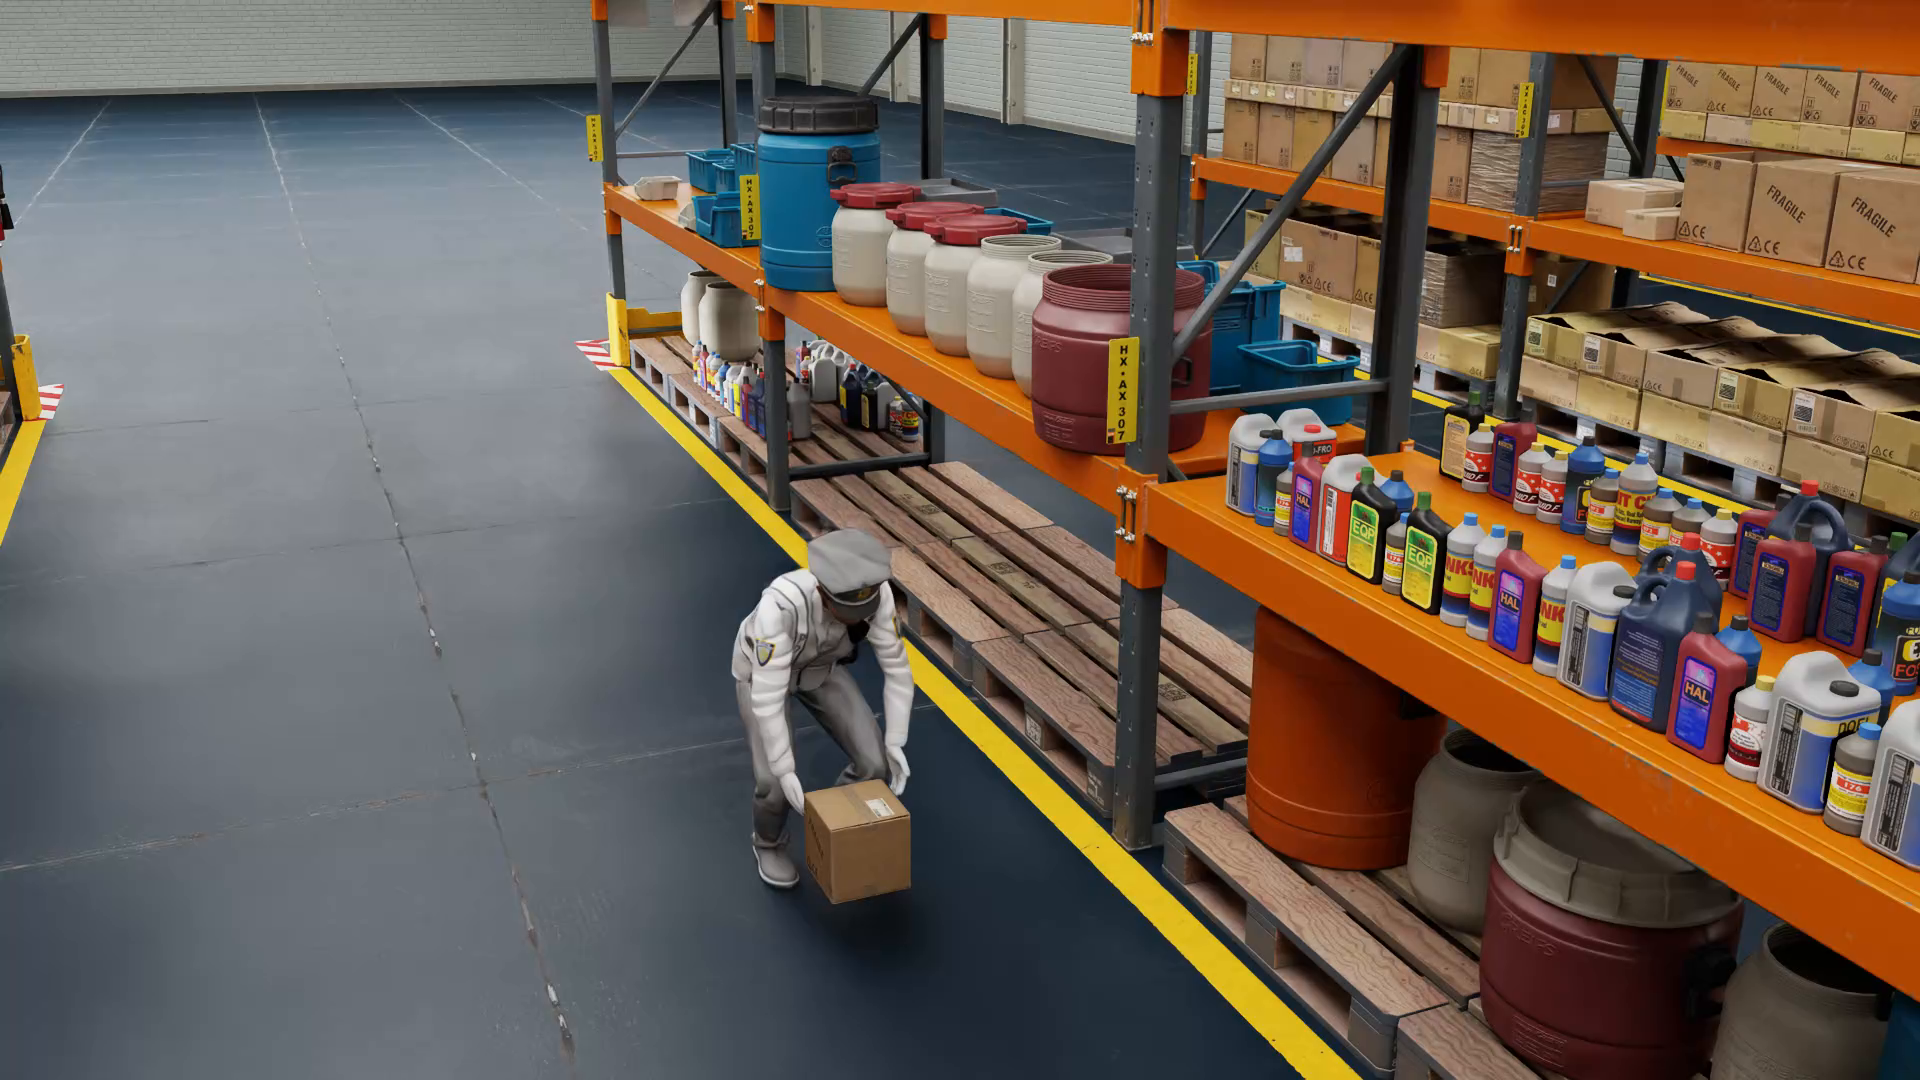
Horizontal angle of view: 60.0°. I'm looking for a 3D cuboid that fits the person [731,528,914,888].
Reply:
[{"bbox_3d":[-0.431,0.510,5.250,0.530,1.235,0.771,-8,21,-22],"label":"person"}]
